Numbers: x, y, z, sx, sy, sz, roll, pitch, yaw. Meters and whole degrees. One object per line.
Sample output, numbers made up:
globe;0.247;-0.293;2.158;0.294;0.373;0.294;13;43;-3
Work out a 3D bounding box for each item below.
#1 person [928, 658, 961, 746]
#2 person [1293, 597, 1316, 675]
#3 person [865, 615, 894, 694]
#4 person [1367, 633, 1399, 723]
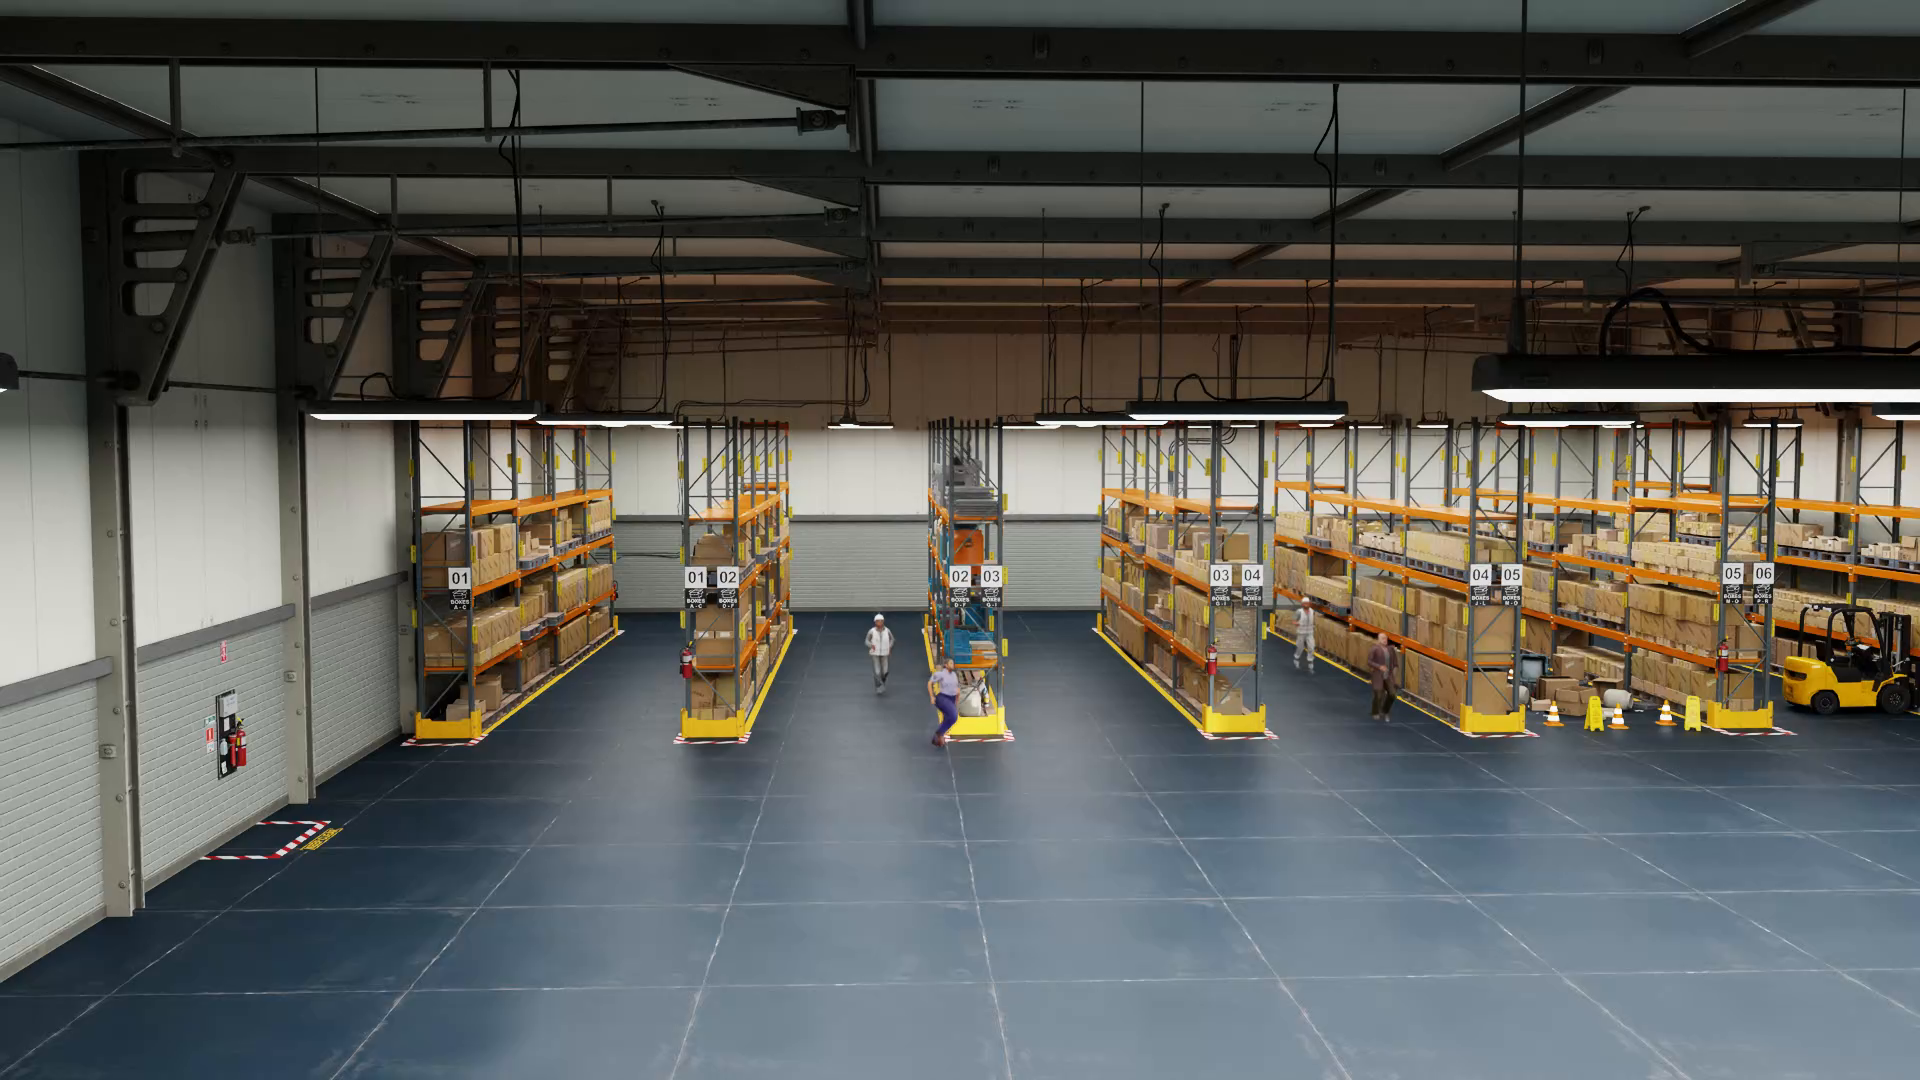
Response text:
person;-0.199;2.948;30.265;0.596;1.581;0.619;3;5;39
person;8.148;2.245;39.356;0.607;1.806;0.935;0;4;-7
person;-1.725;2.495;36.192;0.668;1.733;0.569;-1;4;-11
person;8.336;2.766;32.676;0.732;1.710;0.724;-1;4;-12
